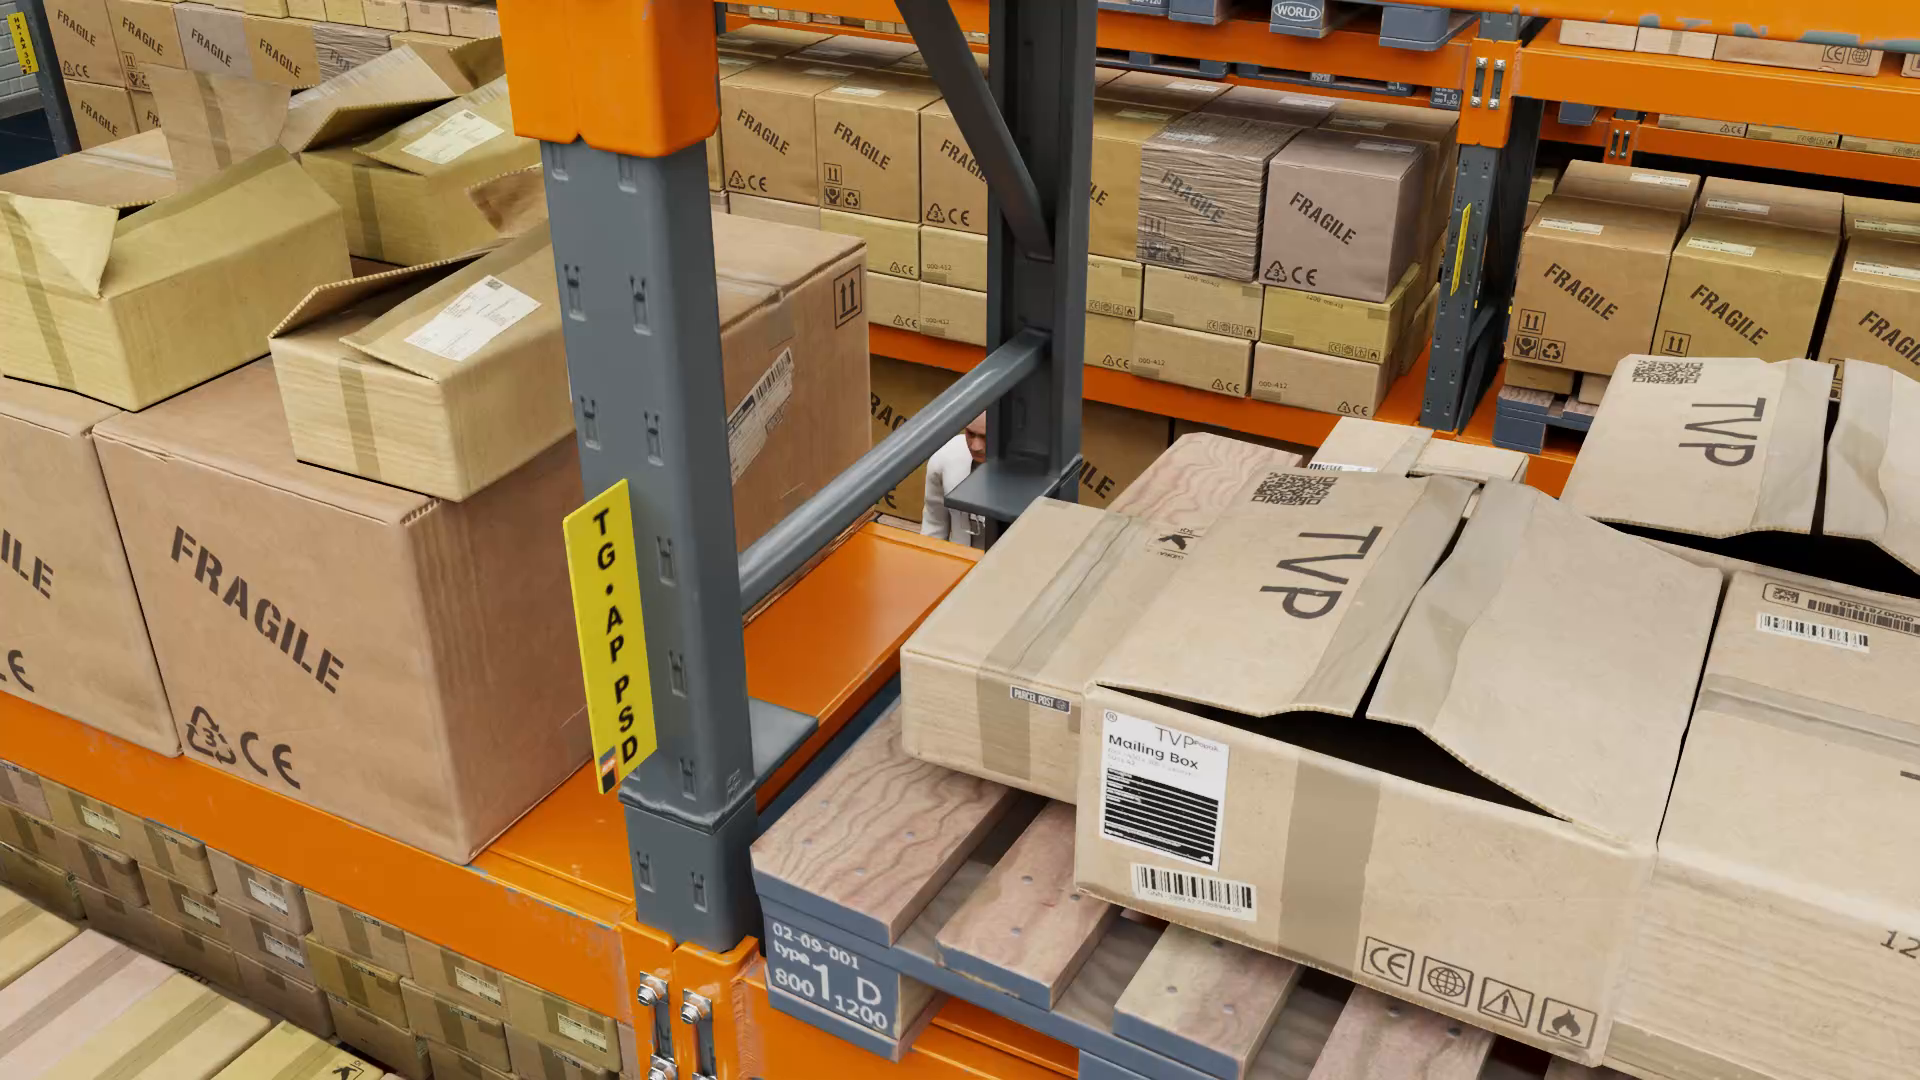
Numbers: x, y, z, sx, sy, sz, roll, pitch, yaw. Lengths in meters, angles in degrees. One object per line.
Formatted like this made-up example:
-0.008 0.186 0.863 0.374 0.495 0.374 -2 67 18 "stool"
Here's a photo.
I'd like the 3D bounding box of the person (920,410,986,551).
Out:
0.109 0.227 6.245 0.644 1.774 0.425 14 33 24 "person"
